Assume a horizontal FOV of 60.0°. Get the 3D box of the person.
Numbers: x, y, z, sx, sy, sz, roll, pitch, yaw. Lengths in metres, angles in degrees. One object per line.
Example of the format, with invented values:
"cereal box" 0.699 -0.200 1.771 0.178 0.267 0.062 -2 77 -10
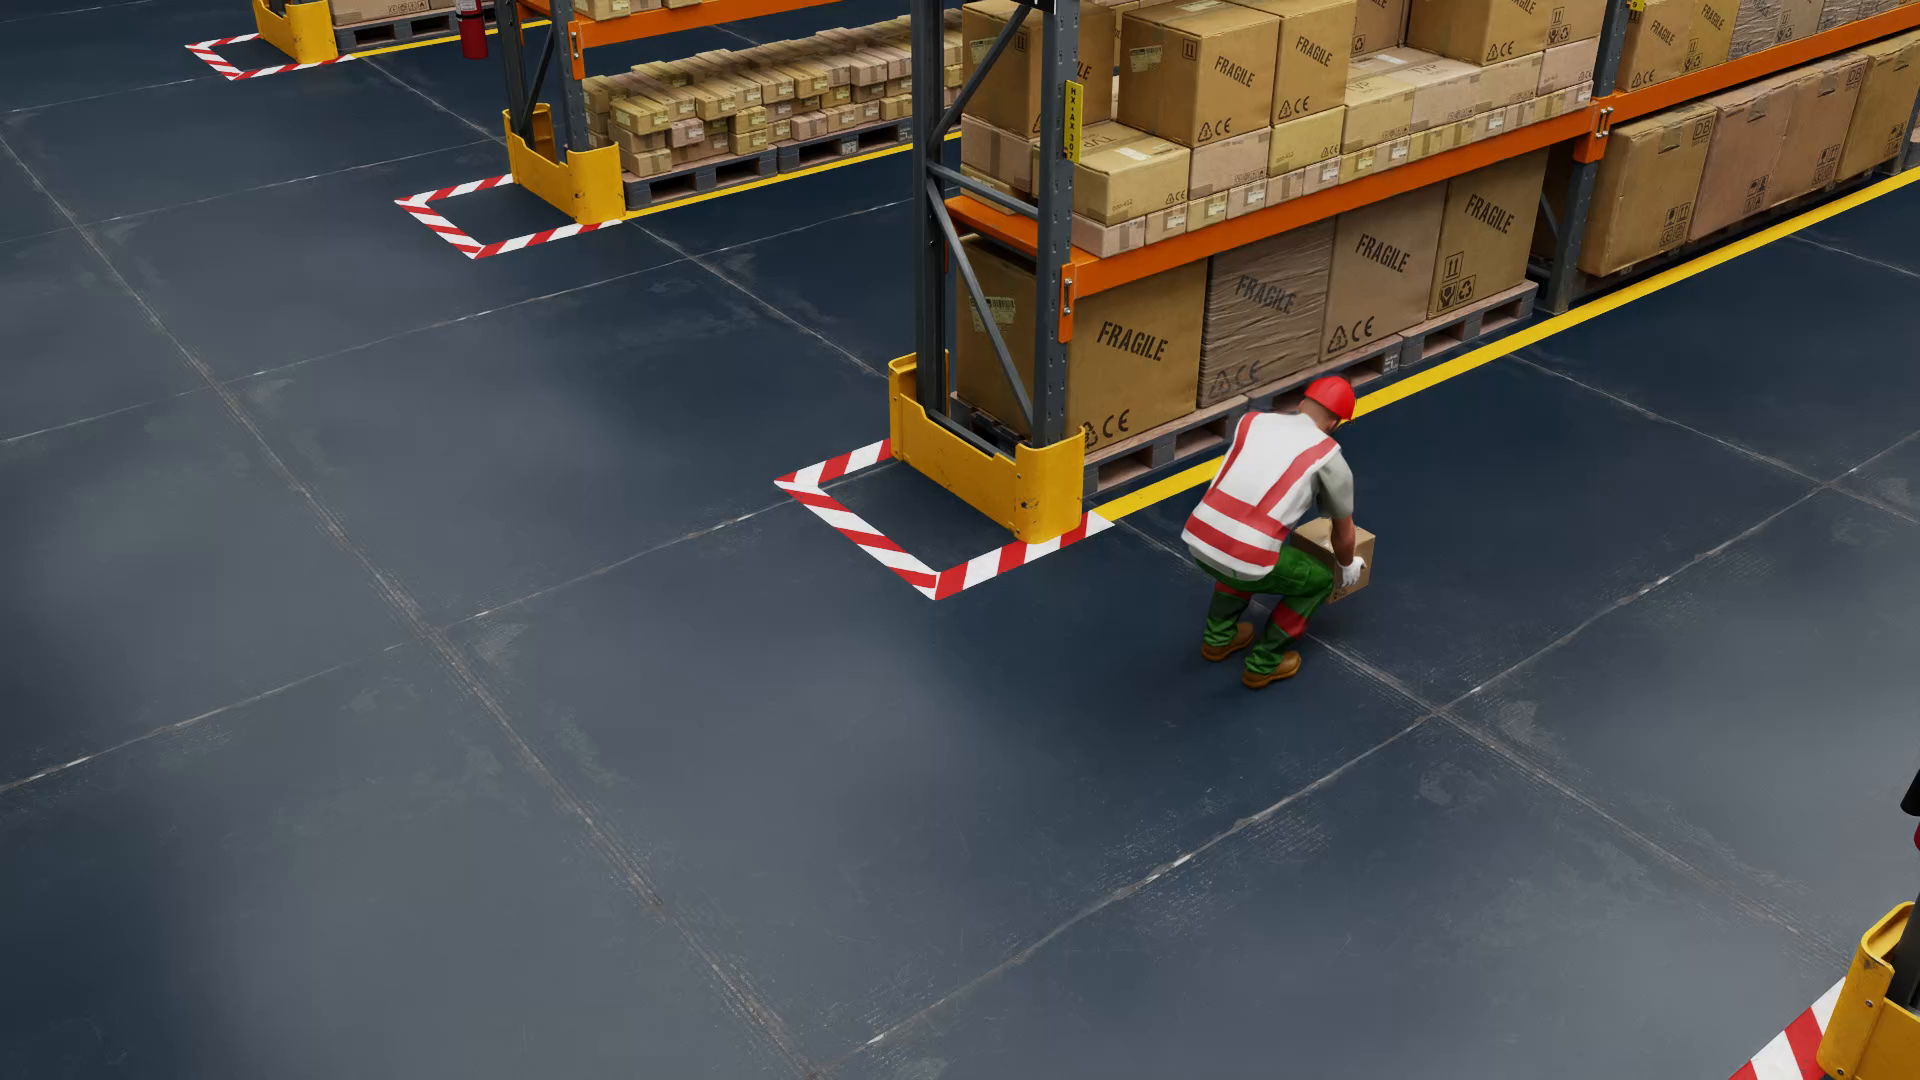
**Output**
"person" 1.258 -0.042 6.754 0.833 1.186 0.586 -22 38 -31
